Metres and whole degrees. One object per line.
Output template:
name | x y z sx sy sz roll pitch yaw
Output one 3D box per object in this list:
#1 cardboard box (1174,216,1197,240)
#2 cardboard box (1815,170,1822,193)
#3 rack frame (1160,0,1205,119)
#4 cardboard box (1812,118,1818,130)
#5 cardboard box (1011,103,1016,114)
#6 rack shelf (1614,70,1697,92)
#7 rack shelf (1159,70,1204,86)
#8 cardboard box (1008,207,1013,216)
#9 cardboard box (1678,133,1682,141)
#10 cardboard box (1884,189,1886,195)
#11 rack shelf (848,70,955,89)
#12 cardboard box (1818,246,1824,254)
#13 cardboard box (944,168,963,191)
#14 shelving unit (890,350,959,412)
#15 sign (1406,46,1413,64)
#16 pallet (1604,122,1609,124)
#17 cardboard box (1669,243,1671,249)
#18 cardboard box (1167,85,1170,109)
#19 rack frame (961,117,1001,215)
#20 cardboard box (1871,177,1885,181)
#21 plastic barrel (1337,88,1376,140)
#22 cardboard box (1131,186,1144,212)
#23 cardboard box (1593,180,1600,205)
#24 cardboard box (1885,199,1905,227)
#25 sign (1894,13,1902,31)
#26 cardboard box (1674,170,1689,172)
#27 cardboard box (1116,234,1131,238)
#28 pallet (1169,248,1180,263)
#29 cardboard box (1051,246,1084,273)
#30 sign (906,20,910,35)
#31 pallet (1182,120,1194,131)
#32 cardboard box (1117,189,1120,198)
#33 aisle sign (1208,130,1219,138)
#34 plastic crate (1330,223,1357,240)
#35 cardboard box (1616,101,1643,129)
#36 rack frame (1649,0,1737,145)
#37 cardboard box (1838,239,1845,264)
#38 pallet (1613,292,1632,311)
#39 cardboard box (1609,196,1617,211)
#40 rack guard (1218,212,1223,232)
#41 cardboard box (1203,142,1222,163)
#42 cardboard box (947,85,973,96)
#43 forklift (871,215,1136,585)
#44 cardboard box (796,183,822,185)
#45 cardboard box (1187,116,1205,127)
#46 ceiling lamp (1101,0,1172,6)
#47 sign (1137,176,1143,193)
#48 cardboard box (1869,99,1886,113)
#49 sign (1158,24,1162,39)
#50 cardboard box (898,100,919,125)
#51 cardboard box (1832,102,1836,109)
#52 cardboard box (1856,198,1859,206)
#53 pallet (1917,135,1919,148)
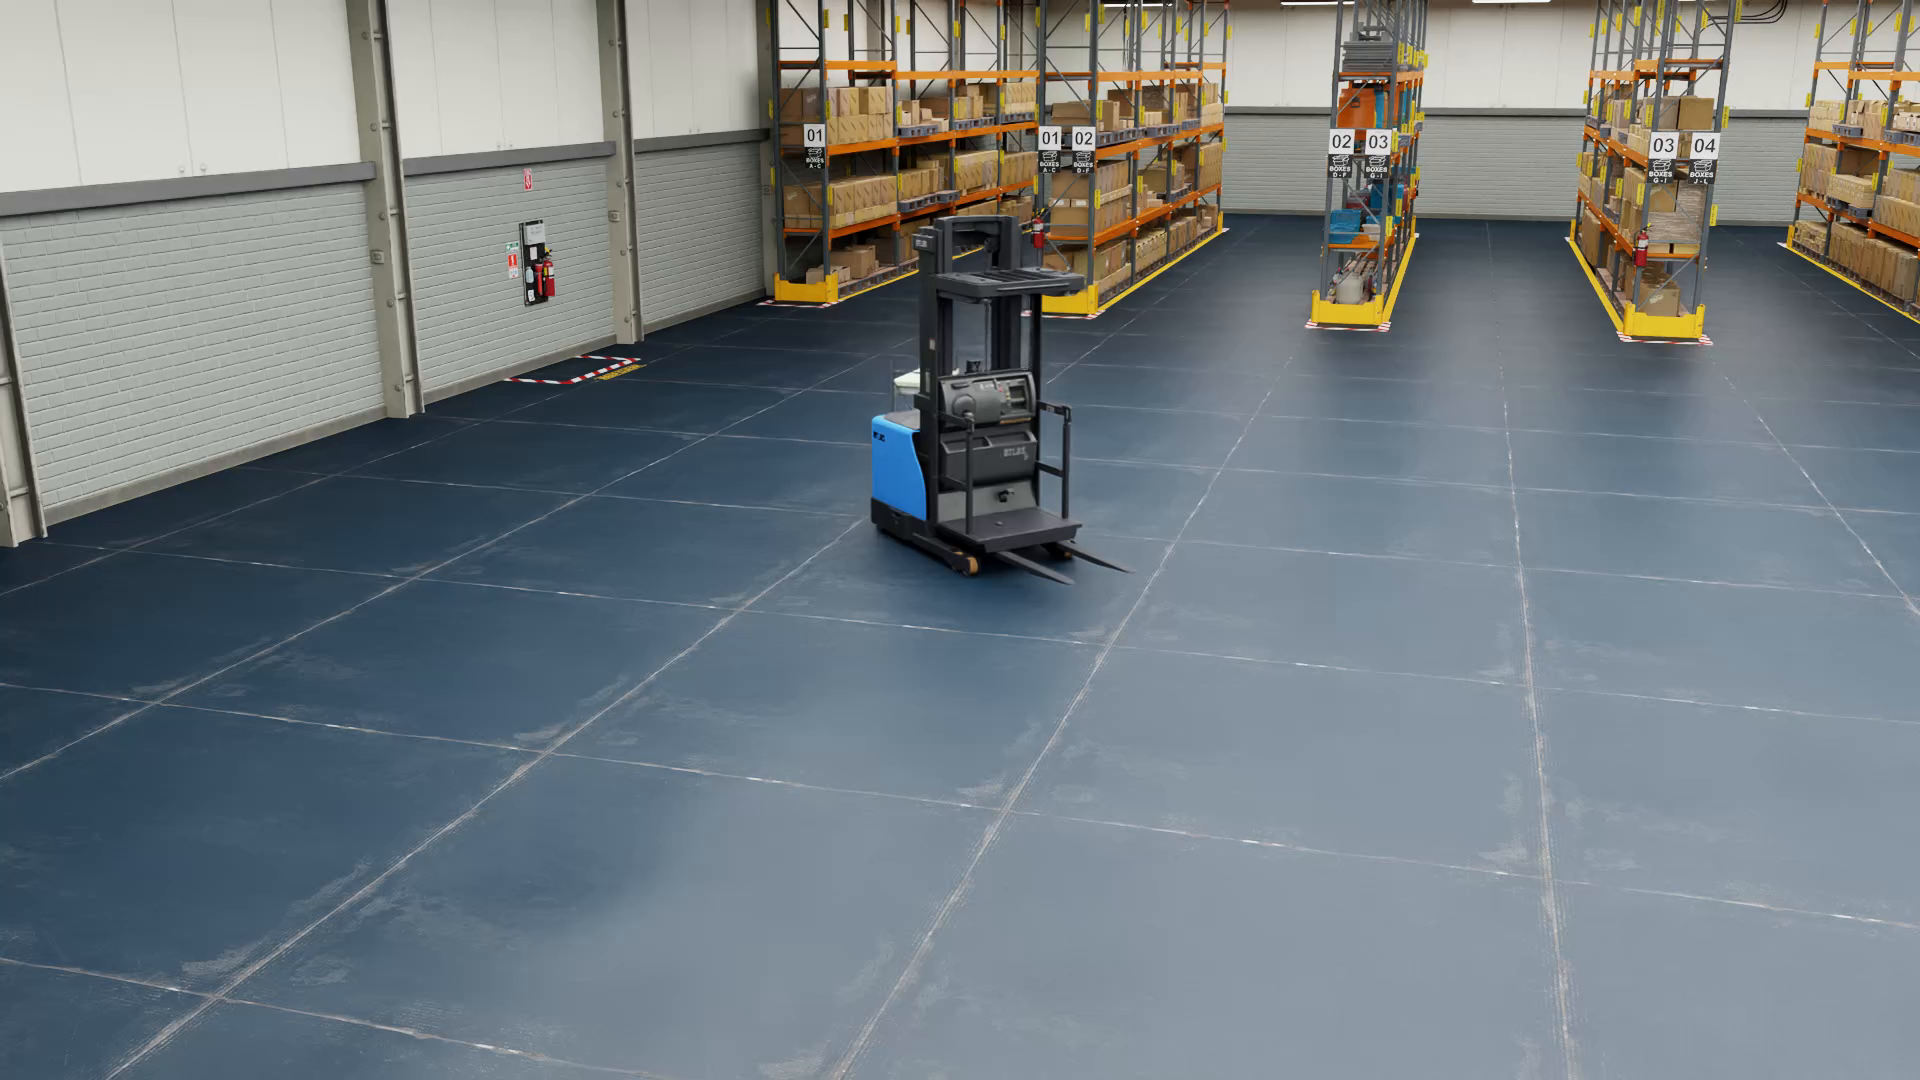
cardboard box | 5.404 -7.514 40.018 0.500 0.500 0.500 5 16 16
cardboard box | 19.650 -8.081 37.515 0.500 0.500 0.500 5 16 16
rack frame | 5.269 -11.542 39.451 1.000 3.000 0.127 5 16 16
cardboard box | 20.103 -9.658 38.581 0.500 0.250 0.500 5 17 18
cardboard box | 1.126 -10.953 42.193 0.500 0.250 0.500 4 16 15
rack shelf | 13.061 -8.665 31.358 1.077 0.370 4.000 5 16 16
rack shelf | 4.701 -10.480 37.759 1.077 0.370 4.000 5 16 16
cardboard box | 0.975 -8.357 43.029 0.700 0.500 0.500 4 16 15
cardboard box | 11.322 -6.466 26.596 0.380 0.149 0.250 4 16 14
cardboard box | 18.977 -7.037 33.707 0.380 0.149 0.250 5 16 16
rack shelf | -1.187 -9.817 35.421 1.077 0.370 4.000 5 16 16
cardboard box | 19.277 -6.435 36.896 0.380 0.149 0.250 5 17 17
cardboard box | -0.235 -8.301 38.253 0.500 0.500 0.500 5 17 18
shelving unit | -0.339 -1.061 16.241 0.431 1.500 0.755 6 17 21
sign | 8.268 -8.918 30.583 0.100 0.325 0.005 5 16 16
pallet | 14.553 -8.994 36.316 0.805 0.209 1.217 4 16 14
cardboard box | 11.891 -4.878 27.410 0.380 0.149 0.250 5 16 16
cardboard box | 4.407 -9.829 36.892 0.500 0.500 0.500 5 16 16
rack frame | 0.519 -9.039 41.621 1.000 3.000 0.127 5 16 16
cardboard box | 19.340 -7.516 34.853 0.380 0.149 0.250 5 16 16
plastic barrel | 6.623 -7.120 27.802 0.600 0.830 0.708 5 16 16
cardboard box | 3.522 -7.079 34.529 0.500 0.500 0.500 5 16 16
cardboard box | 14.111 -7.571 36.263 0.500 0.500 0.500 4 16 15
cardboard box | 17.684 -6.116 31.131 0.500 0.500 0.500 5 16 16
sign | 17.833 -9.842 31.602 0.100 0.325 0.005 5 16 16
cardboard box | 12.488 -6.196 29.037 0.500 0.500 0.500 5 16 16
cardboard box | 3.414 -6.373 35.462 0.500 0.311 0.500 4 16 14
pallet | 4.381 -6.460 37.639 1.003 0.211 1.213 5 16 16
cardboard box | 1.996 -5.182 30.919 0.500 0.500 0.500 5 16 16
sign | -1.151 -11.446 37.112 0.100 0.325 0.005 5 16 16
pallet | 4.725 -9.572 38.347 1.213 0.211 1.003 5 16 16
cardboard box | 2.833 -6.569 31.541 0.380 0.149 0.250 5 16 16
aisle sign | 6.719 -10.947 43.584 0.394 0.787 0.004 5 16 16
plastic crate | 6.652 -5.383 29.005 0.499 0.251 0.408 5 16 16
cardboard box | 12.965 -8.204 32.082 0.500 0.500 0.500 4 16 14
rack frame | 11.356 -7.633 25.671 1.000 3.000 0.127 5 16 16
cardboard box | 18.744 -6.026 34.808 0.500 0.500 0.500 5 17 17
pallet | 12.335 -4.274 29.931 1.003 0.211 1.213 5 16 16
cardboard box | 12.932 -6.549 32.349 0.500 0.250 0.500 4 16 14
rack guard | 6.384 -8.480 44.231 1.175 0.500 0.348 5 16 16
cardboard box | 6.543 -10.094 43.324 0.500 0.500 0.500 4 16 15
cardboard box | 0.000 -10.737 39.747 0.500 0.250 0.500 4 16 14
forklift | 0.362 -1.247 14.277 1.130 2.935 3.031 -9 18 -30
cardboard box | -2.809 -6.468 31.422 0.500 0.500 0.500 5 17 17
cardboard box | 5.644 -10.135 40.262 0.500 0.250 0.500 5 16 16
ceiling lamp | 4.839 -16.286 45.481 2.000 3.185 0.800 5 16 16
sign | 3.528 -6.975 32.612 0.100 0.325 0.005 5 16 16
cardboard box | 18.568 -8.753 33.528 0.396 0.266 0.258 5 16 16
sign | 4.754 -12.076 39.478 0.100 0.325 0.005 5 16 16
cardboard box | -1.172 -9.099 35.382 0.500 0.500 0.500 4 16 14
cardboard box | 19.608 -9.655 36.925 0.380 0.149 0.250 4 16 14
cardboard box | 18.128 -6.740 33.206 0.380 0.149 0.250 5 16 16
pallet | 17.432 -6.977 29.206 0.805 0.209 1.217 4 16 14
